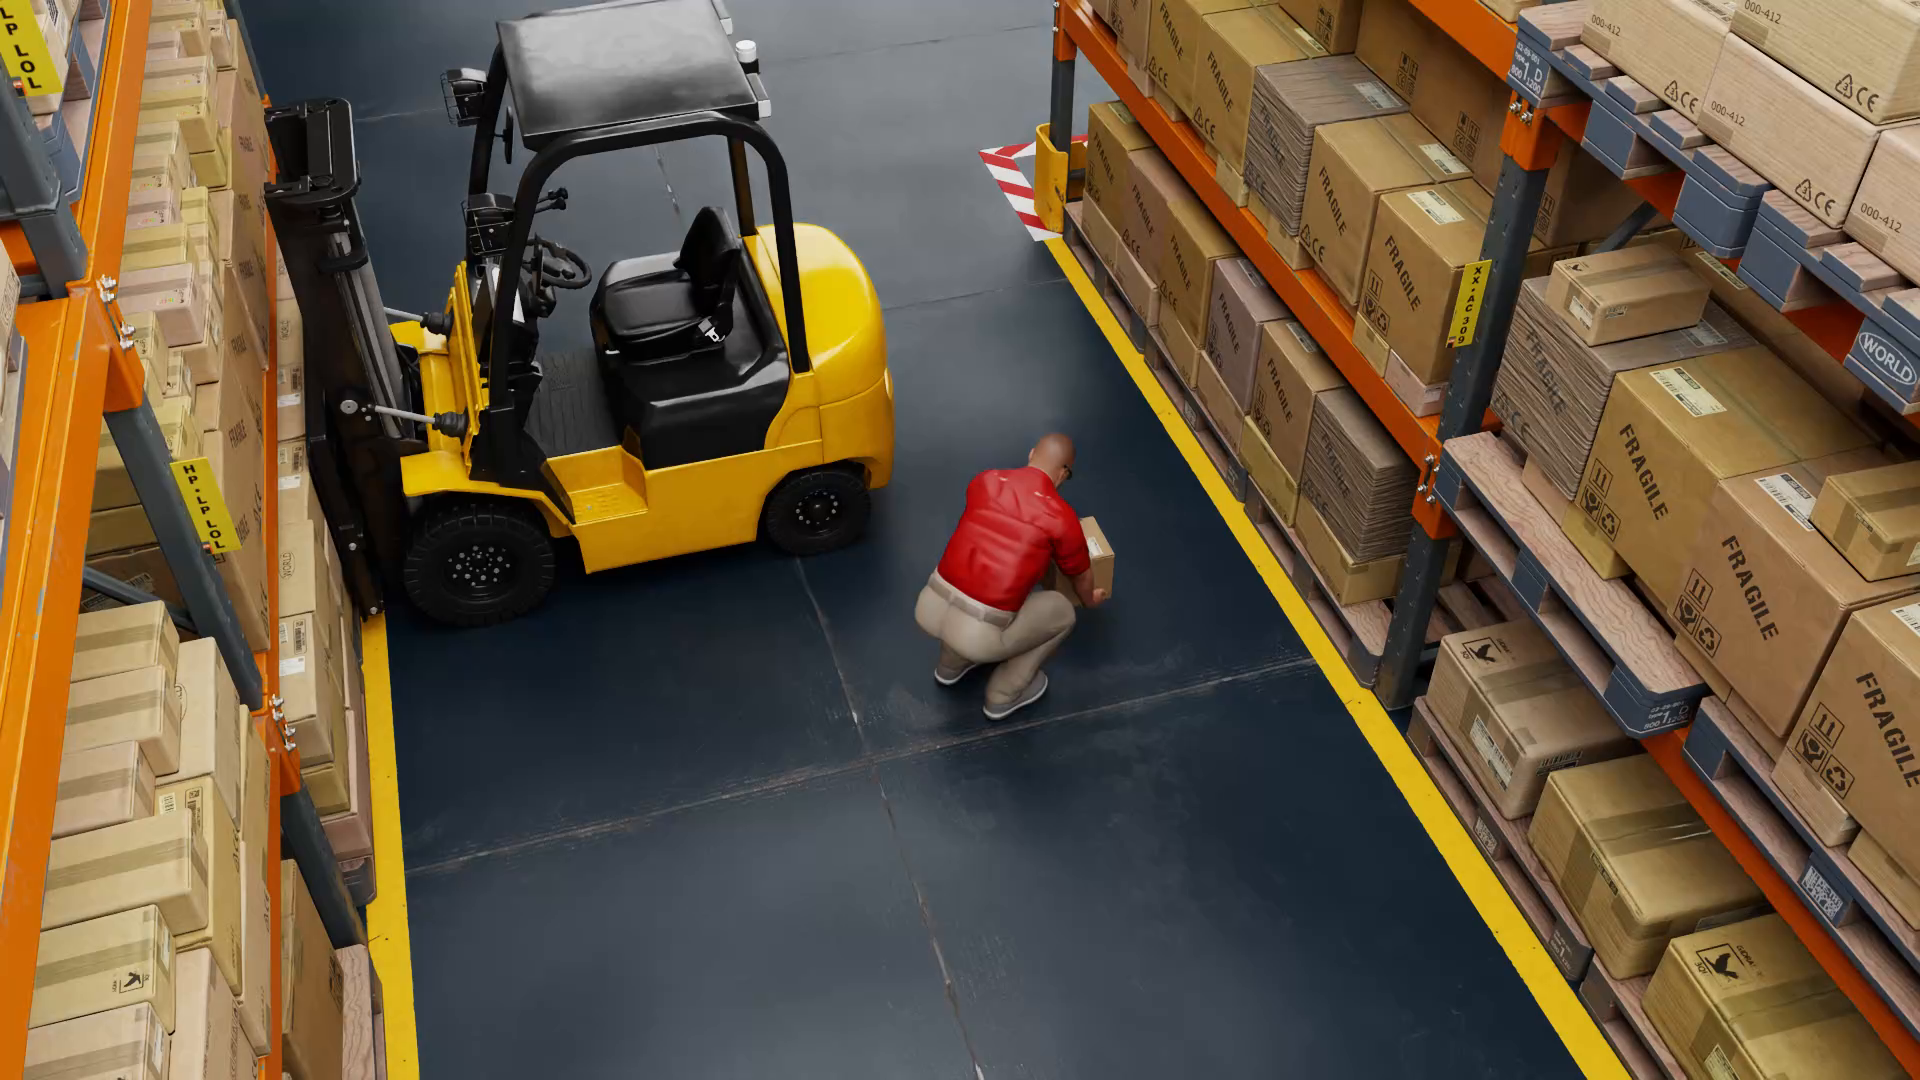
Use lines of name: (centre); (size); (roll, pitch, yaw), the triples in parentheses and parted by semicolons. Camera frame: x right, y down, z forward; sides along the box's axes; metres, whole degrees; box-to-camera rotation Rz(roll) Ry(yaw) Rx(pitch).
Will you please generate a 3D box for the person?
person: (0.198, 0.131, 6.575); (0.568, 1.001, 0.893); (33, 52, 31)
